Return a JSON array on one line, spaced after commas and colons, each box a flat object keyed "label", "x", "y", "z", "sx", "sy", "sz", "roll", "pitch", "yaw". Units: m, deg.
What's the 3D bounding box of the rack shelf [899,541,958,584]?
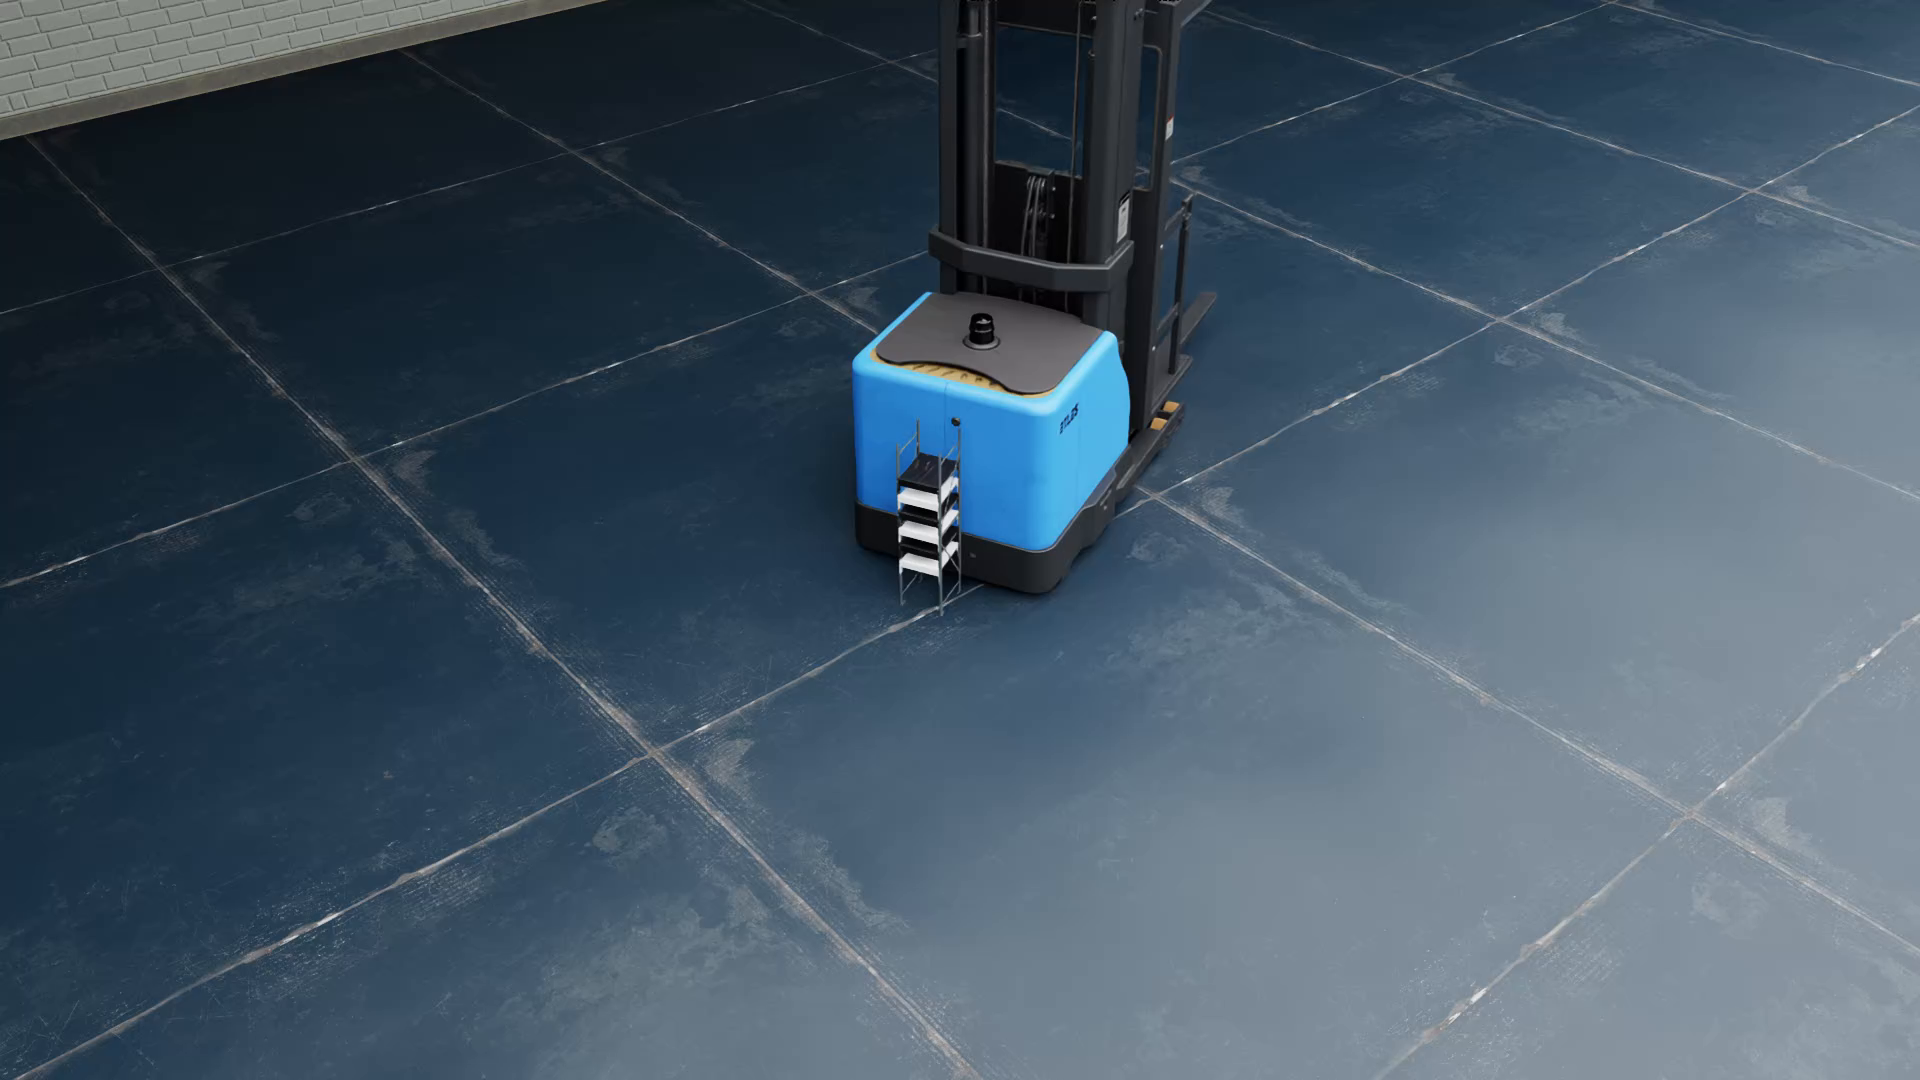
[{"label": "rack shelf", "x": -0.138, "y": 0.082, "z": 7.725, "sx": 0.200, "sy": 0.077, "sz": 0.258, "roll": 14, "pitch": 38, "yaw": 19}]

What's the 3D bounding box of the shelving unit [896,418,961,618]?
[{"label": "shelving unit", "x": -0.138, "y": -0.092, "z": 7.601, "sx": 0.210, "sy": 0.900, "sz": 0.258, "roll": 14, "pitch": 38, "yaw": 19}]

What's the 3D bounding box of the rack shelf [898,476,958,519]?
[{"label": "rack shelf", "x": -0.138, "y": -0.212, "z": 7.516, "sx": 0.200, "sy": 0.077, "sz": 0.258, "roll": 14, "pitch": 38, "yaw": 19}]

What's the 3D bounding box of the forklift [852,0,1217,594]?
[{"label": "forklift", "x": 0.580, "y": -1.786, "z": 8.236, "sx": 1.130, "sy": 2.935, "sz": 3.031, "roll": 15, "pitch": 38, "yaw": 21}]

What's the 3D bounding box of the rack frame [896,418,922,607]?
[{"label": "rack frame", "x": -0.231, "y": -0.115, "z": 7.634, "sx": 0.006, "sy": 0.900, "sz": 0.240, "roll": 14, "pitch": 38, "yaw": 19}]

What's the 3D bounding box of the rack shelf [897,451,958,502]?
[{"label": "rack shelf", "x": -0.138, "y": -0.285, "z": 7.464, "sx": 0.200, "sy": 0.077, "sz": 0.258, "roll": 14, "pitch": 38, "yaw": 19}]

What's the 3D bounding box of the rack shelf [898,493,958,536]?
[{"label": "rack shelf", "x": -0.138, "y": -0.138, "z": 7.568, "sx": 0.200, "sy": 0.077, "sz": 0.258, "roll": 14, "pitch": 38, "yaw": 19}]

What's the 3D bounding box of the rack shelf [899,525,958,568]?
[{"label": "rack shelf", "x": -0.138, "y": 0.009, "z": 7.673, "sx": 0.200, "sy": 0.077, "sz": 0.258, "roll": 14, "pitch": 38, "yaw": 19}]

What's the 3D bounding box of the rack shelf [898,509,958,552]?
[{"label": "rack shelf", "x": -0.138, "y": -0.065, "z": 7.620, "sx": 0.200, "sy": 0.077, "sz": 0.258, "roll": 14, "pitch": 38, "yaw": 19}]

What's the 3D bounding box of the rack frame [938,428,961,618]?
[{"label": "rack frame", "x": -0.045, "y": -0.068, "z": 7.568, "sx": 0.006, "sy": 0.900, "sz": 0.240, "roll": 14, "pitch": 38, "yaw": 19}]
